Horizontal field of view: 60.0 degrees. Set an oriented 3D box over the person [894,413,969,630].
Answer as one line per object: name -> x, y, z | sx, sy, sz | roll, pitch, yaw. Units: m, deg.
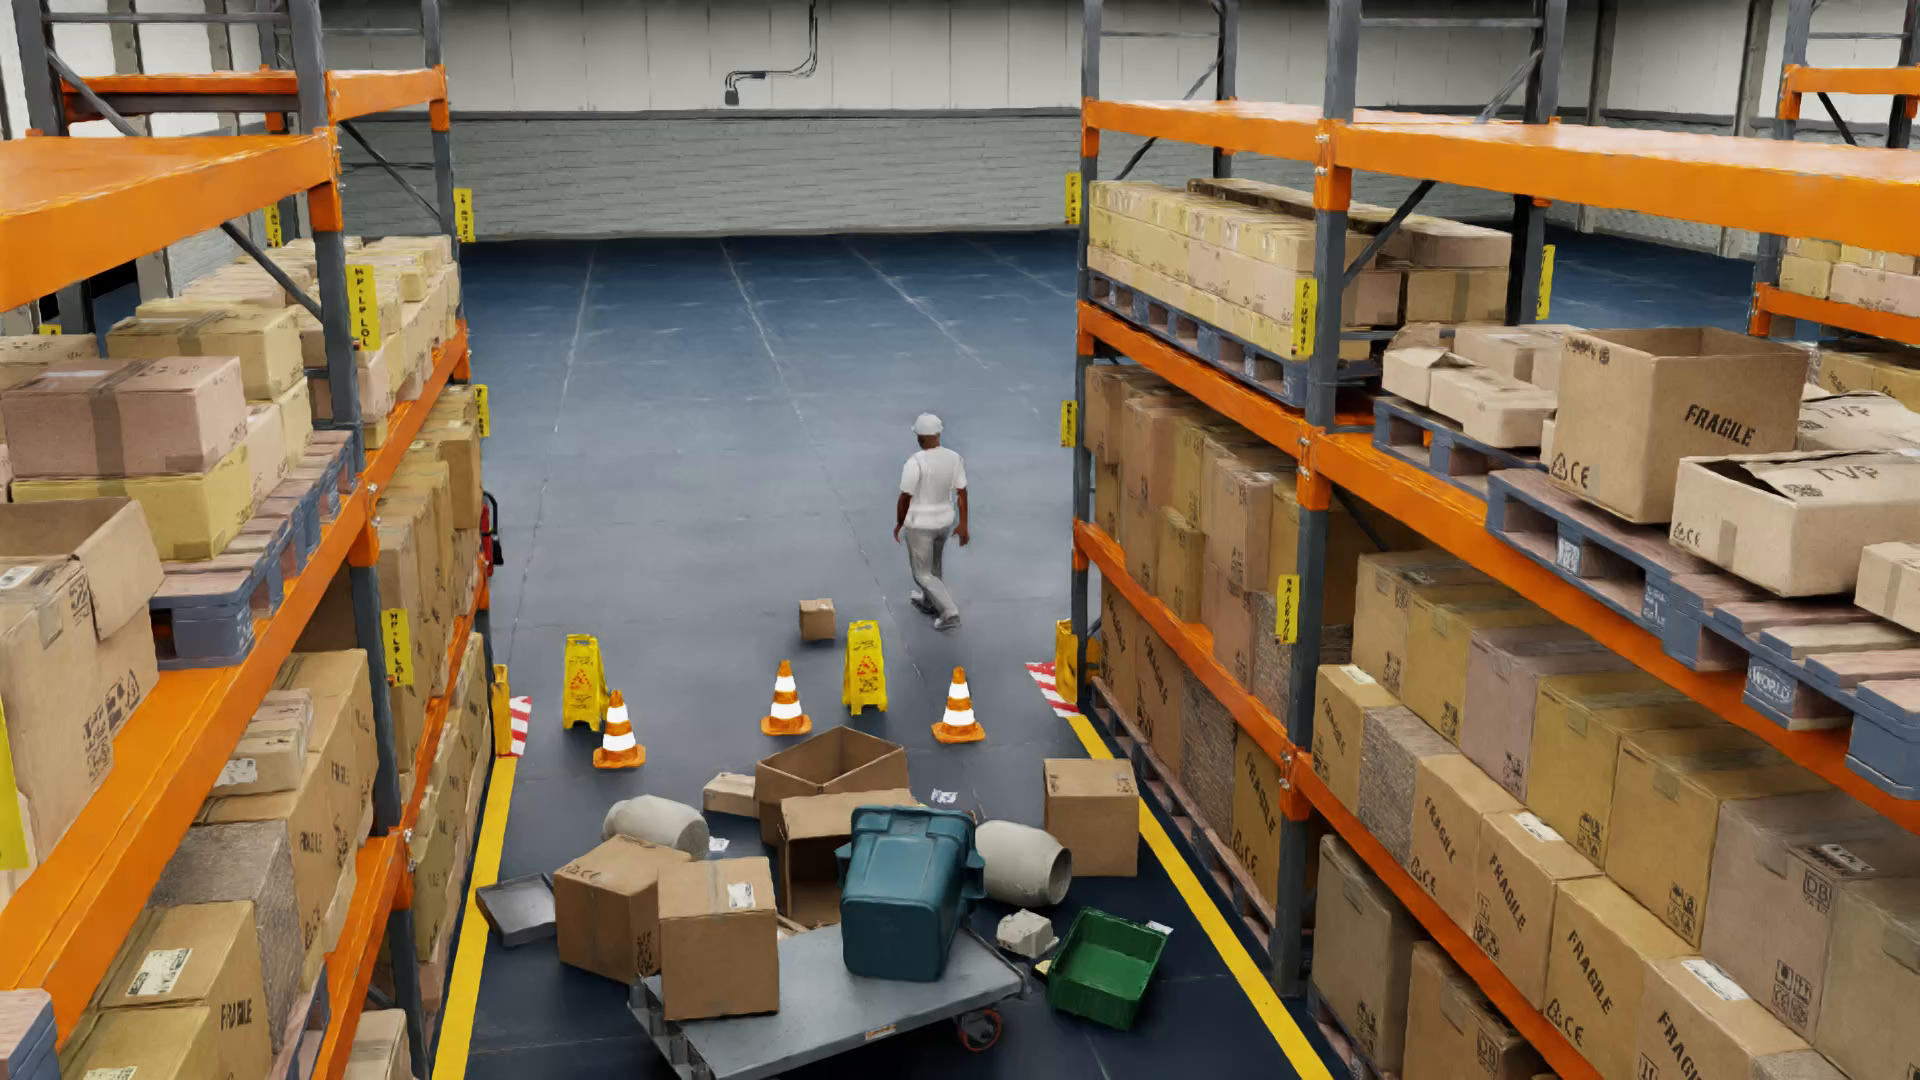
person -> -0.230, -0.150, 13.049 | 0.968, 1.731, 0.618 | 15, 22, 42
